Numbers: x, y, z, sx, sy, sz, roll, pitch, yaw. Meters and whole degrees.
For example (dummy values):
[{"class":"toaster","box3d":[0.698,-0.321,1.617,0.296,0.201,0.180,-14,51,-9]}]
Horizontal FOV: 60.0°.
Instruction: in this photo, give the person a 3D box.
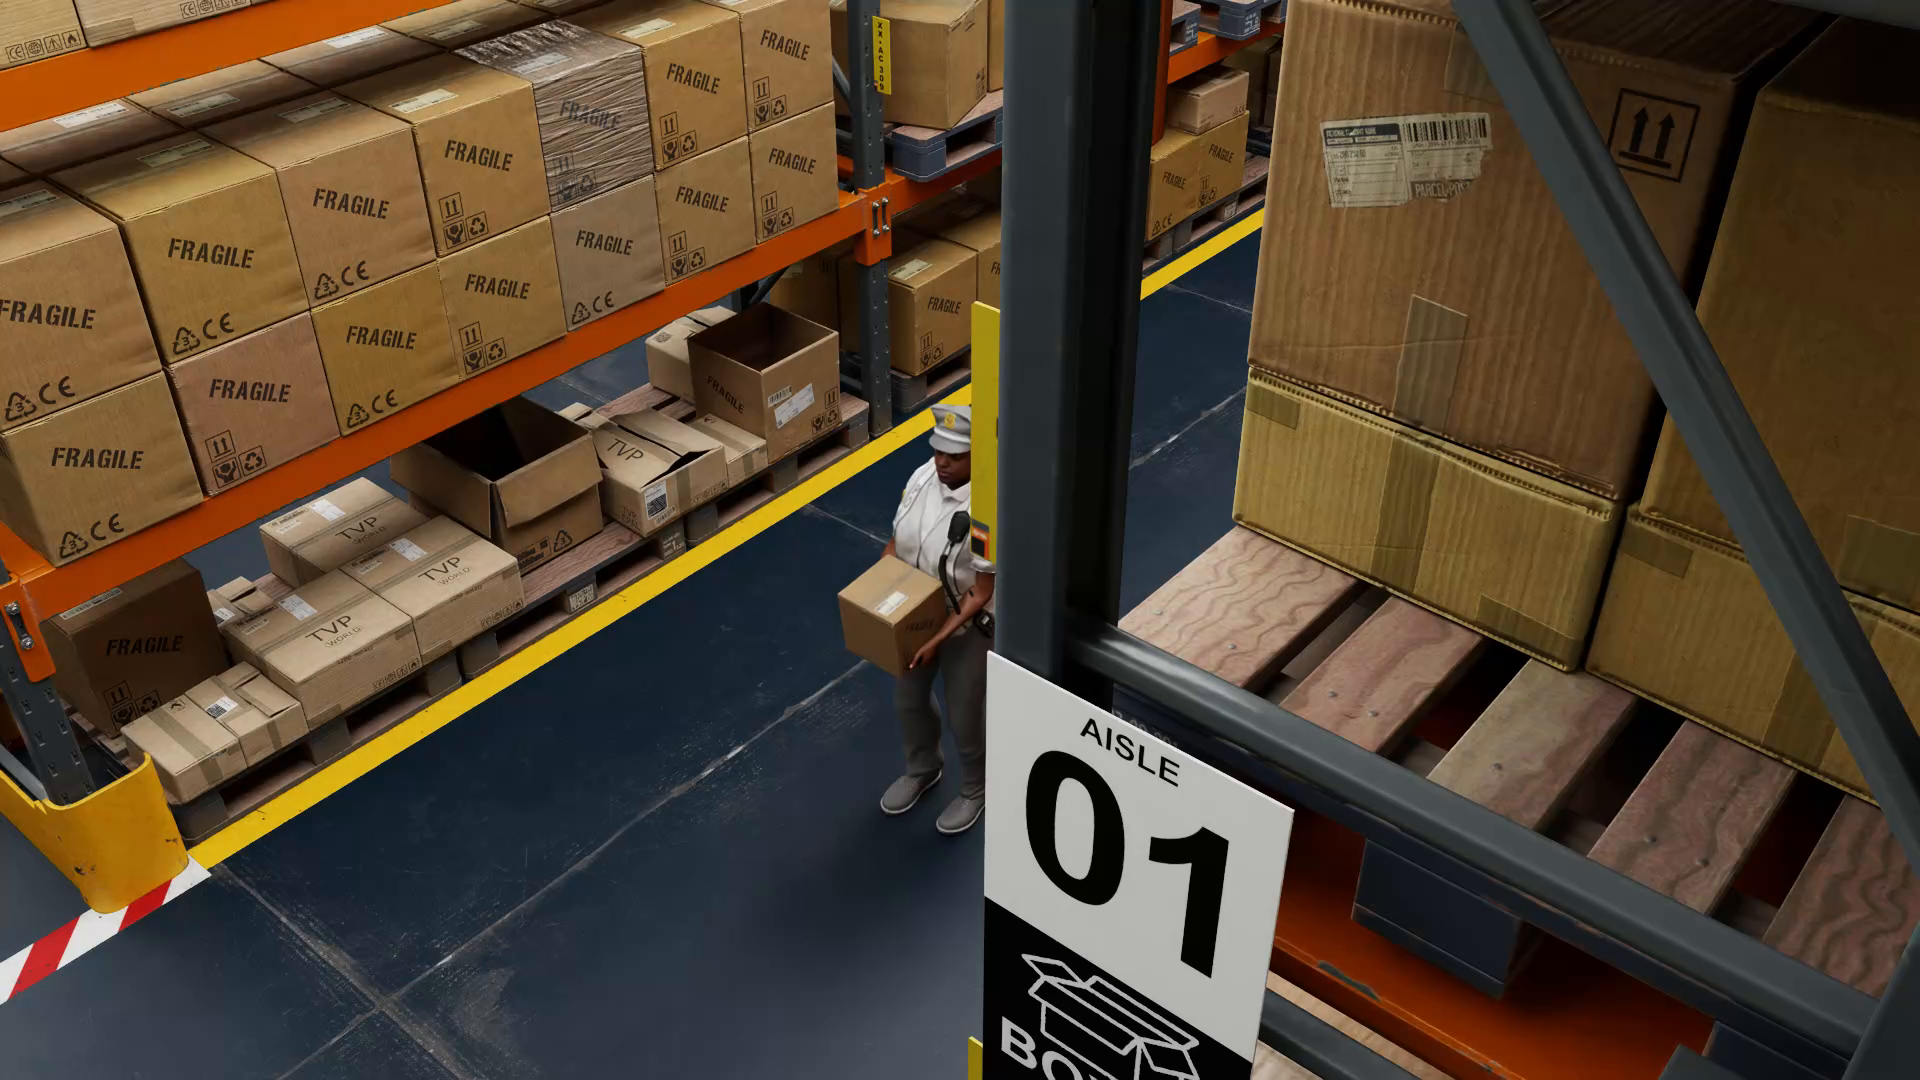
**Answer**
[{"class":"person","box3d":[-0.089,0.295,5.705,0.450,1.688,0.534,26,43,32]}]
